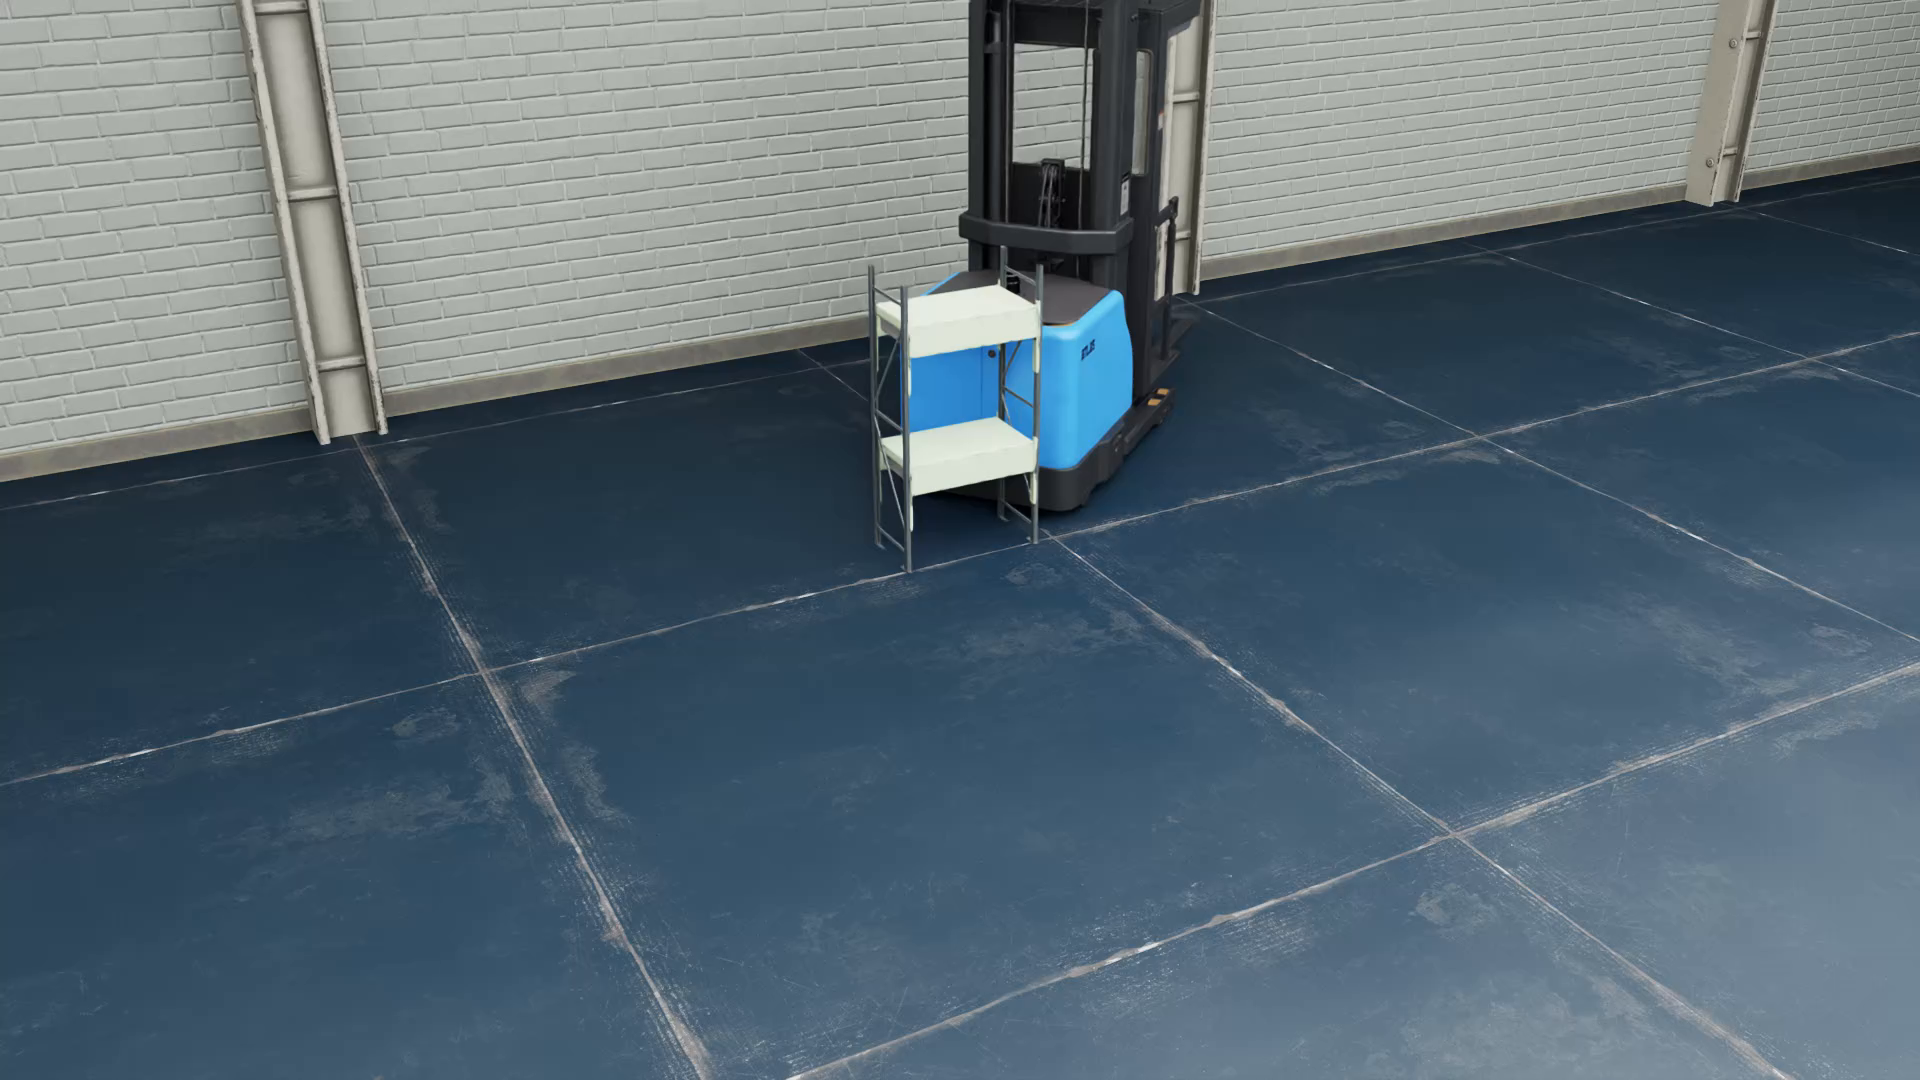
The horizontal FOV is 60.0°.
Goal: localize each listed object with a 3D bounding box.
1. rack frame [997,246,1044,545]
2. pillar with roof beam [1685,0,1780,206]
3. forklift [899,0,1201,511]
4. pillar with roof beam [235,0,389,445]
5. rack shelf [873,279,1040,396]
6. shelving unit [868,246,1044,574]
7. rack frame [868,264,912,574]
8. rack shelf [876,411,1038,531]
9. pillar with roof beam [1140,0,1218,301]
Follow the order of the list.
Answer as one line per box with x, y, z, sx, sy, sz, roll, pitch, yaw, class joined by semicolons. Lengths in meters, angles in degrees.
0.304;-0.728;8.534;0.023;1.500;0.400;-13;28;-25;rack frame
8.896;-5.524;9.859;0.400;9.000;9.100;-13;29;-25;pillar with roof beam
0.702;-2.088;9.713;1.130;2.935;3.031;10;28;21;forklift
-1.692;-3.080;4.769;0.400;9.000;9.100;-13;29;-25;pillar with roof beam
-0.021;-1.007;8.213;0.720;0.370;0.431;-13;28;-25;rack shelf
-0.021;-0.655;8.382;0.755;1.500;0.431;-13;28;-25;shelving unit
-0.346;-0.582;8.230;0.023;1.500;0.400;-13;28;-25;rack frame
-0.021;-0.361;8.523;0.720;0.370;0.431;-13;28;-25;rack shelf
3.602;-4.302;7.314;0.400;9.000;9.100;-13;29;-25;pillar with roof beam
